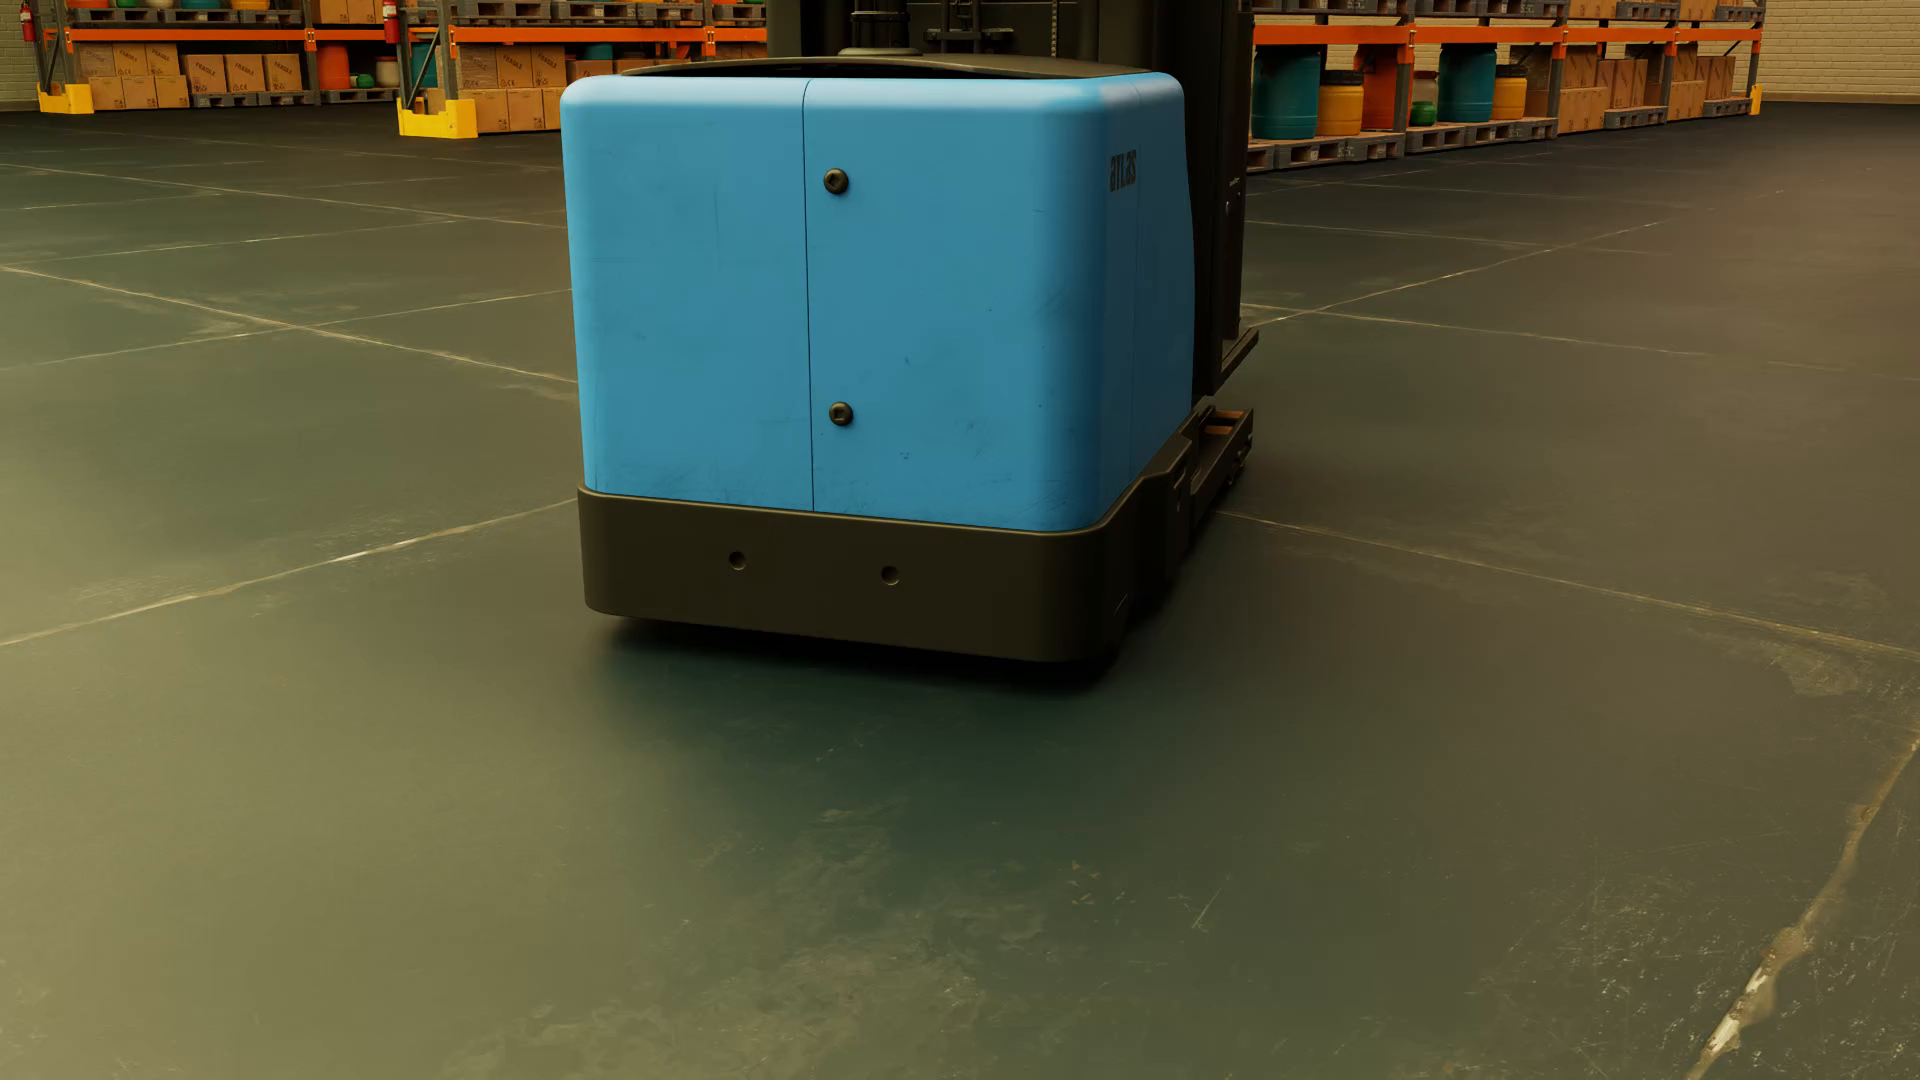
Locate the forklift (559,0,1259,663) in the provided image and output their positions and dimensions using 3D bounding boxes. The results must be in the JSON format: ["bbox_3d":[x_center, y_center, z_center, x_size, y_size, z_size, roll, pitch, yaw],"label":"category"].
[{"bbox_3d":[0.182,-1.571,4.072,1.130,2.935,3.031,5,18,17],"label":"forklift"}]
